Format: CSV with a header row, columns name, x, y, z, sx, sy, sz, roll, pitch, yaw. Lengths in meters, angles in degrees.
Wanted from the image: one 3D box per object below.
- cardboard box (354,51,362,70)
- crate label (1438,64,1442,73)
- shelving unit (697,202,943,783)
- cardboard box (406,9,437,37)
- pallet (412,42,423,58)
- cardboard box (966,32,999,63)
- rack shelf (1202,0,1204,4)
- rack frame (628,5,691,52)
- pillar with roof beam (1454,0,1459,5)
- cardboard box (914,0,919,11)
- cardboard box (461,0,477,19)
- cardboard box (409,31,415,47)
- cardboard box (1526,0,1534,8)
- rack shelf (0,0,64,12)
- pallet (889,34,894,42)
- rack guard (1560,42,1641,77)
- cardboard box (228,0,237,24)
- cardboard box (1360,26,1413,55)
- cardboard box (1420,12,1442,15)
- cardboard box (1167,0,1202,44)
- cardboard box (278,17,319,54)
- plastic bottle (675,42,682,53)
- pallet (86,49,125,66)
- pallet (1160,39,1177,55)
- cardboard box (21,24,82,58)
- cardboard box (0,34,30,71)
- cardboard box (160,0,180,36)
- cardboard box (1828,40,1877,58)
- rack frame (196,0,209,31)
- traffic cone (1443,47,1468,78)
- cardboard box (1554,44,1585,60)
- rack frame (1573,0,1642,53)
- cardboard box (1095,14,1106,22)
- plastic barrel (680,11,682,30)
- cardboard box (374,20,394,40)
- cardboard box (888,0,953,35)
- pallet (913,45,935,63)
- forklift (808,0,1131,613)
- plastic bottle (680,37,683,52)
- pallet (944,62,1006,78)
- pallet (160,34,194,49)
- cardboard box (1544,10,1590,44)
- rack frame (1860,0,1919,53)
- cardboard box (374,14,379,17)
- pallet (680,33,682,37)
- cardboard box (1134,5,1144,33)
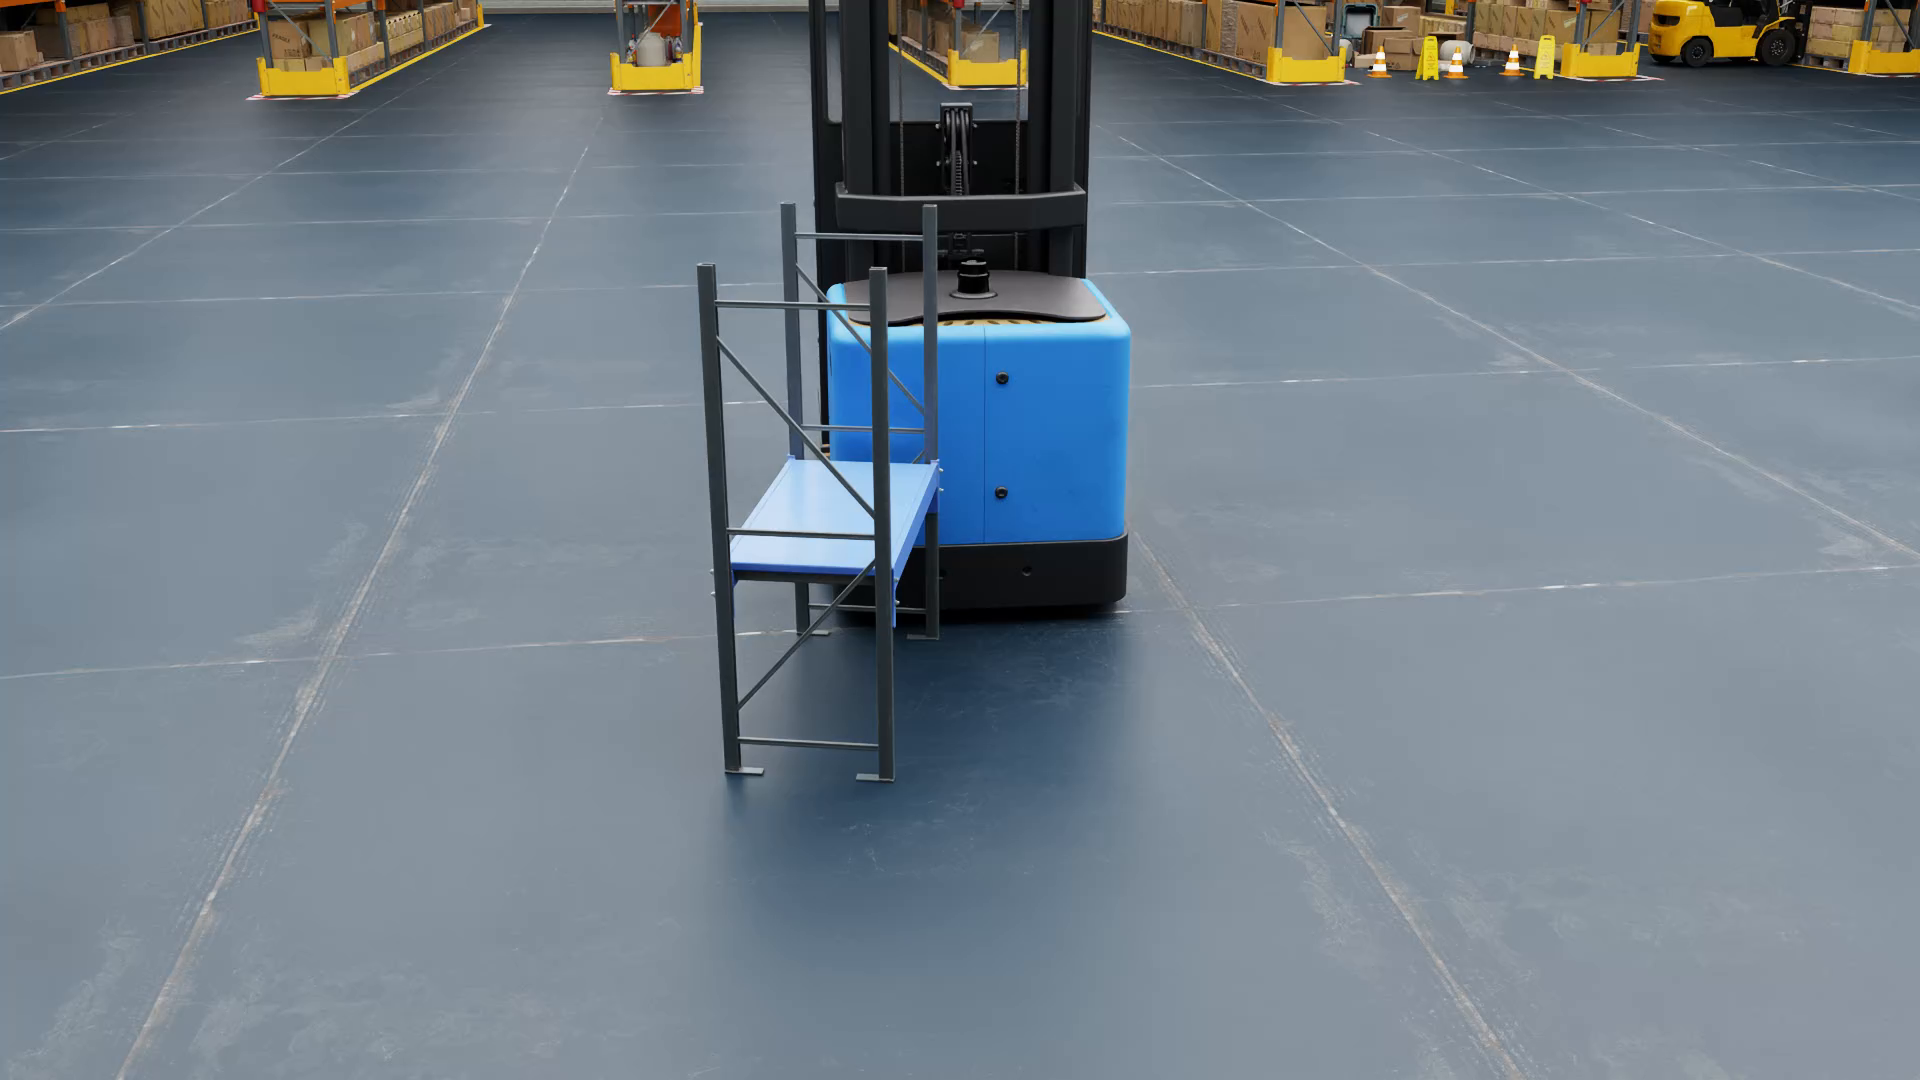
name,x,y,z,sx,sy,sz,roll,pitch,yaw
cardboard box,-9.387,-7.268,25.218,0.500,0.250,0.500,-3,21,-8
crate label,7.665,-7.653,27.010,0.250,0.136,0.298,-15,25,-35
shelving unit,-0.381,-0.189,5.078,0.538,1.500,1.048,2,21,6
cardboard box,-10.400,-9.974,32.078,0.500,0.500,0.500,-4,21,-10
pallet,-10.456,-8.993,30.492,1.003,0.211,1.213,-3,21,-8
cardboard box,0.347,-7.558,25.636,0.500,0.500,0.500,1,20,2
rack shelf,4.479,-10.270,30.955,1.077,0.370,4.000,-3,21,-8
rack frame,-5.057,-9.450,27.730,1.000,3.000,0.127,-3,21,-8
pillar with roof beam,9.075,-18.178,42.525,9.100,9.000,0.400,-3,21,-8
cardboard box,-0.606,-10.241,31.719,0.500,0.250,0.500,-2,21,-6
cardboard box,-11.367,-12.215,38.079,0.500,0.500,0.500,-3,21,-8
cardboard box,-10.071,-8.972,29.782,0.500,0.250,0.500,-2,21,-7
cardboard box,9.665,-8.945,27.709,0.380,0.149,0.250,-2,21,-5
rack shelf,-14.572,-7.921,24.664,1.077,0.370,4.000,-3,21,-8
pallet,-0.944,-10.477,34.465,1.003,0.211,1.213,-3,21,-8
rack guard,10.216,-7.670,26.537,1.175,0.500,0.348,-3,21,-8
cardboard box,-16.245,-11.546,36.315,0.700,0.500,0.500,-4,21,-10
cardboard box,7.326,-8.513,28.595,0.797,0.637,0.503,-3,21,-8
cardboard box,9.146,-10.354,33.307,0.950,0.372,0.625,-4,21,-11
cardboard box,4.453,-9.602,30.753,1.050,0.750,0.750,-3,21,-8
cardboard box,-9.913,-7.592,25.015,0.500,0.500,0.500,-3,21,-8
plastic bottle,-4.526,-7.860,26.744,0.097,0.271,0.097,0,20,0
pallet,-15.153,-8.337,28.735,1.003,0.211,1.213,-3,21,-8
pallet,4.402,-9.295,31.302,1.003,0.211,1.213,-3,21,-8
cardboard box,-14.983,-8.239,27.433,0.700,0.500,0.500,-2,21,-6
cardboard box,-14.433,-7.298,24.914,0.700,0.500,0.500,-4,21,-11
cardboard box,-15.533,-10.090,31.915,0.750,0.750,0.750,-3,21,-8
cardboard box,14.758,-8.122,27.504,0.500,0.250,0.500,-3,21,-7
rack frame,-16.014,-11.720,33.809,1.000,3.000,0.127,-3,21,-8
traffic cone,7.839,-7.536,26.233,0.336,0.463,0.334,-3,21,-8
cardboard box,9.841,-7.998,27.172,0.500,0.250,0.500,-3,21,-8
rack frame,10.227,-8.815,26.029,1.000,3.000,0.127,-3,21,-8
cardboard box,3.220,-11.665,37.134,0.380,0.149,0.250,-3,21,-7
plastic barrel,-5.884,-10.461,33.285,0.600,0.588,0.708,-3,21,-8
cardboard box,-9.772,-8.528,27.791,0.500,0.311,0.500,-3,21,-8
cardboard box,-0.811,-10.526,33.048,1.225,0.875,0.875,-4,21,-10
pallet,-0.269,-8.663,29.609,1.003,0.211,1.213,-3,21,-8
forklift,-0.060,-1.591,6.788,1.130,2.935,3.031,-2,21,-5
plastic bottle,-4.661,-8.234,27.727,0.061,0.283,0.133,-2,21,-5
pallet,0.328,-7.318,26.007,1.003,0.211,1.213,-3,21,-8
pallet,-15.649,-9.727,32.458,1.003,0.211,1.213,-3,21,-8
cardboard box,9.854,-8.339,27.013,0.500,0.500,0.500,-3,21,-7
rack frame,15.139,-9.066,26.703,1.000,3.000,0.127,-3,21,-8
cardboard box,-10.596,-9.203,29.598,0.500,0.311,0.500,-3,21,-9
pallet,-5.789,-9.799,32.651,1.003,0.211,1.213,-3,21,-8
cardboard box,3.837,-10.540,33.622,0.500,0.500,0.500,-3,21,-8
